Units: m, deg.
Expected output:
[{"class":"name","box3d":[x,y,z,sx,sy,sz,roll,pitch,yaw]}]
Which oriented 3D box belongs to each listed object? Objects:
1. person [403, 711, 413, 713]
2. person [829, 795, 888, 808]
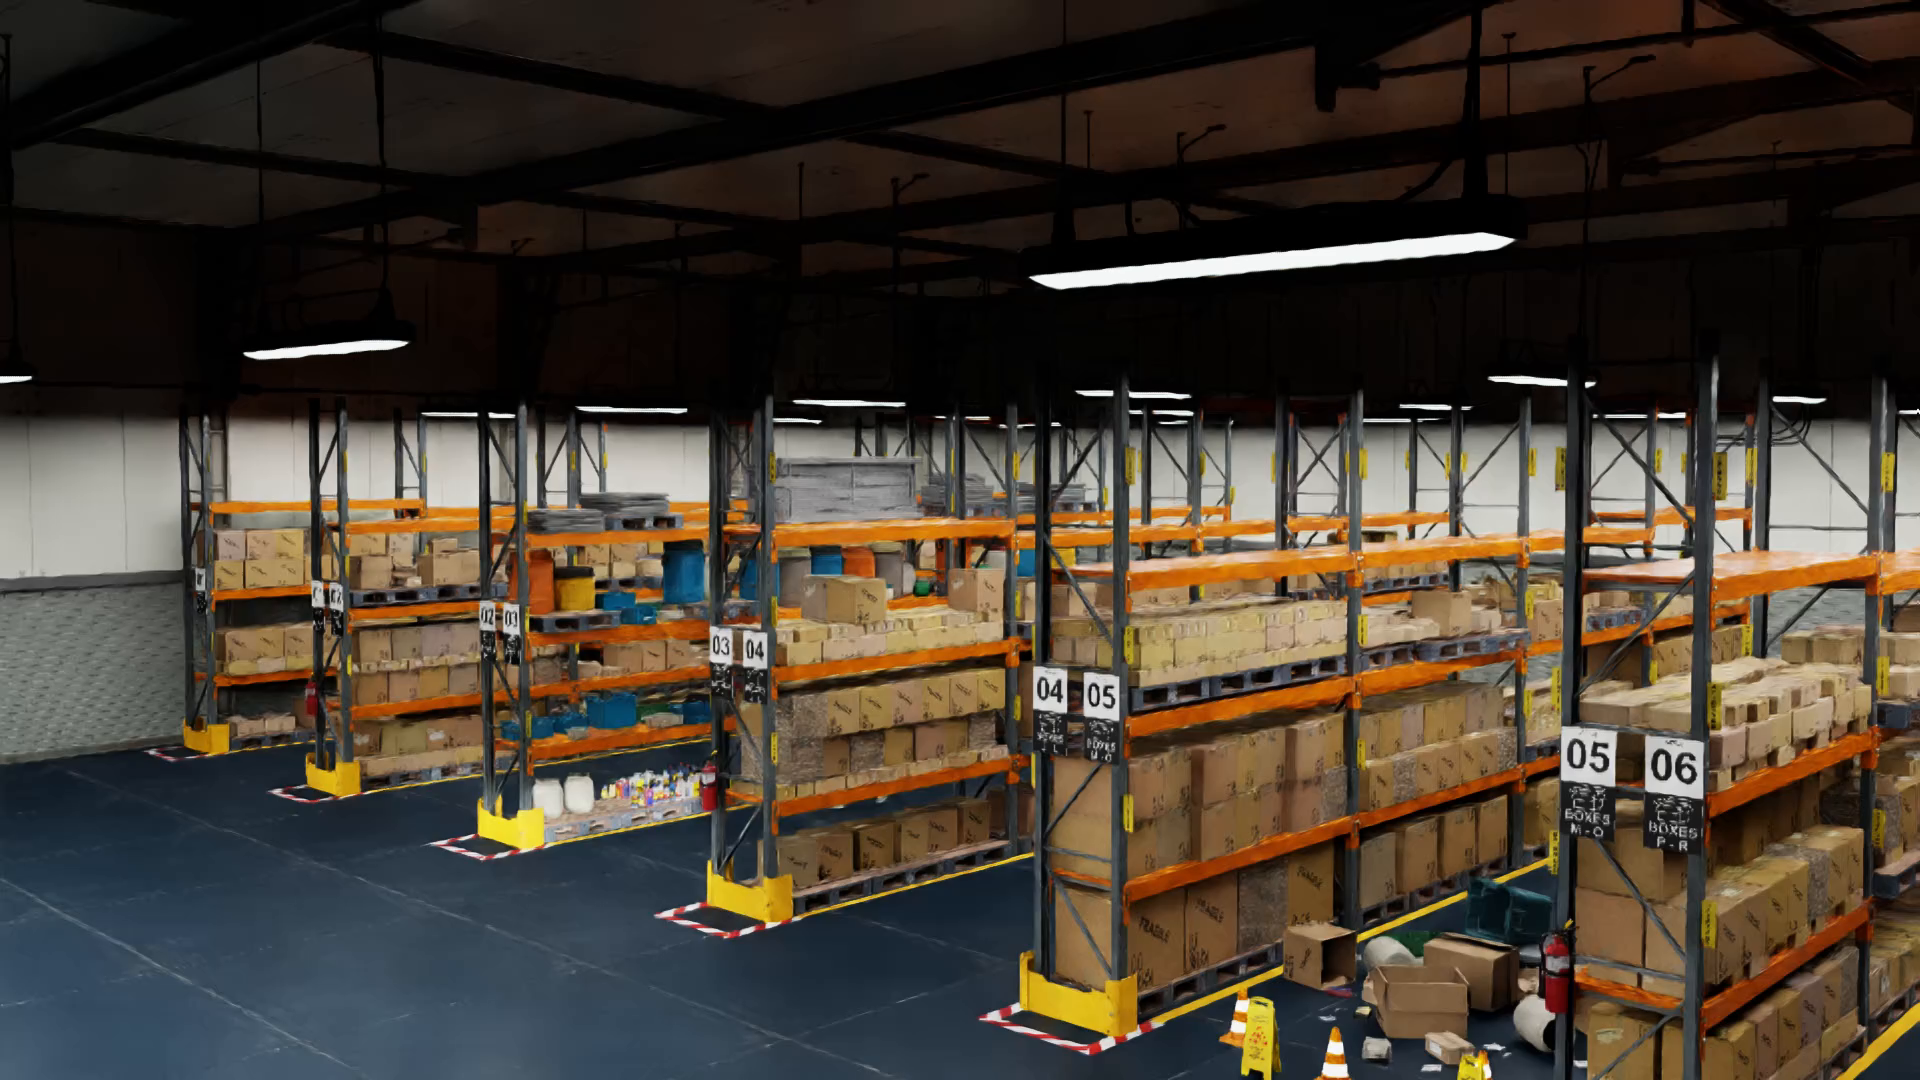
[{"class":"person","box3d":[-9.562,2.838,28.833,0.638,1.595,0.813,2,3,27]},{"class":"person","box3d":[-1.446,3.115,24.147,0.416,1.512,1.039,3,4,42]}]
